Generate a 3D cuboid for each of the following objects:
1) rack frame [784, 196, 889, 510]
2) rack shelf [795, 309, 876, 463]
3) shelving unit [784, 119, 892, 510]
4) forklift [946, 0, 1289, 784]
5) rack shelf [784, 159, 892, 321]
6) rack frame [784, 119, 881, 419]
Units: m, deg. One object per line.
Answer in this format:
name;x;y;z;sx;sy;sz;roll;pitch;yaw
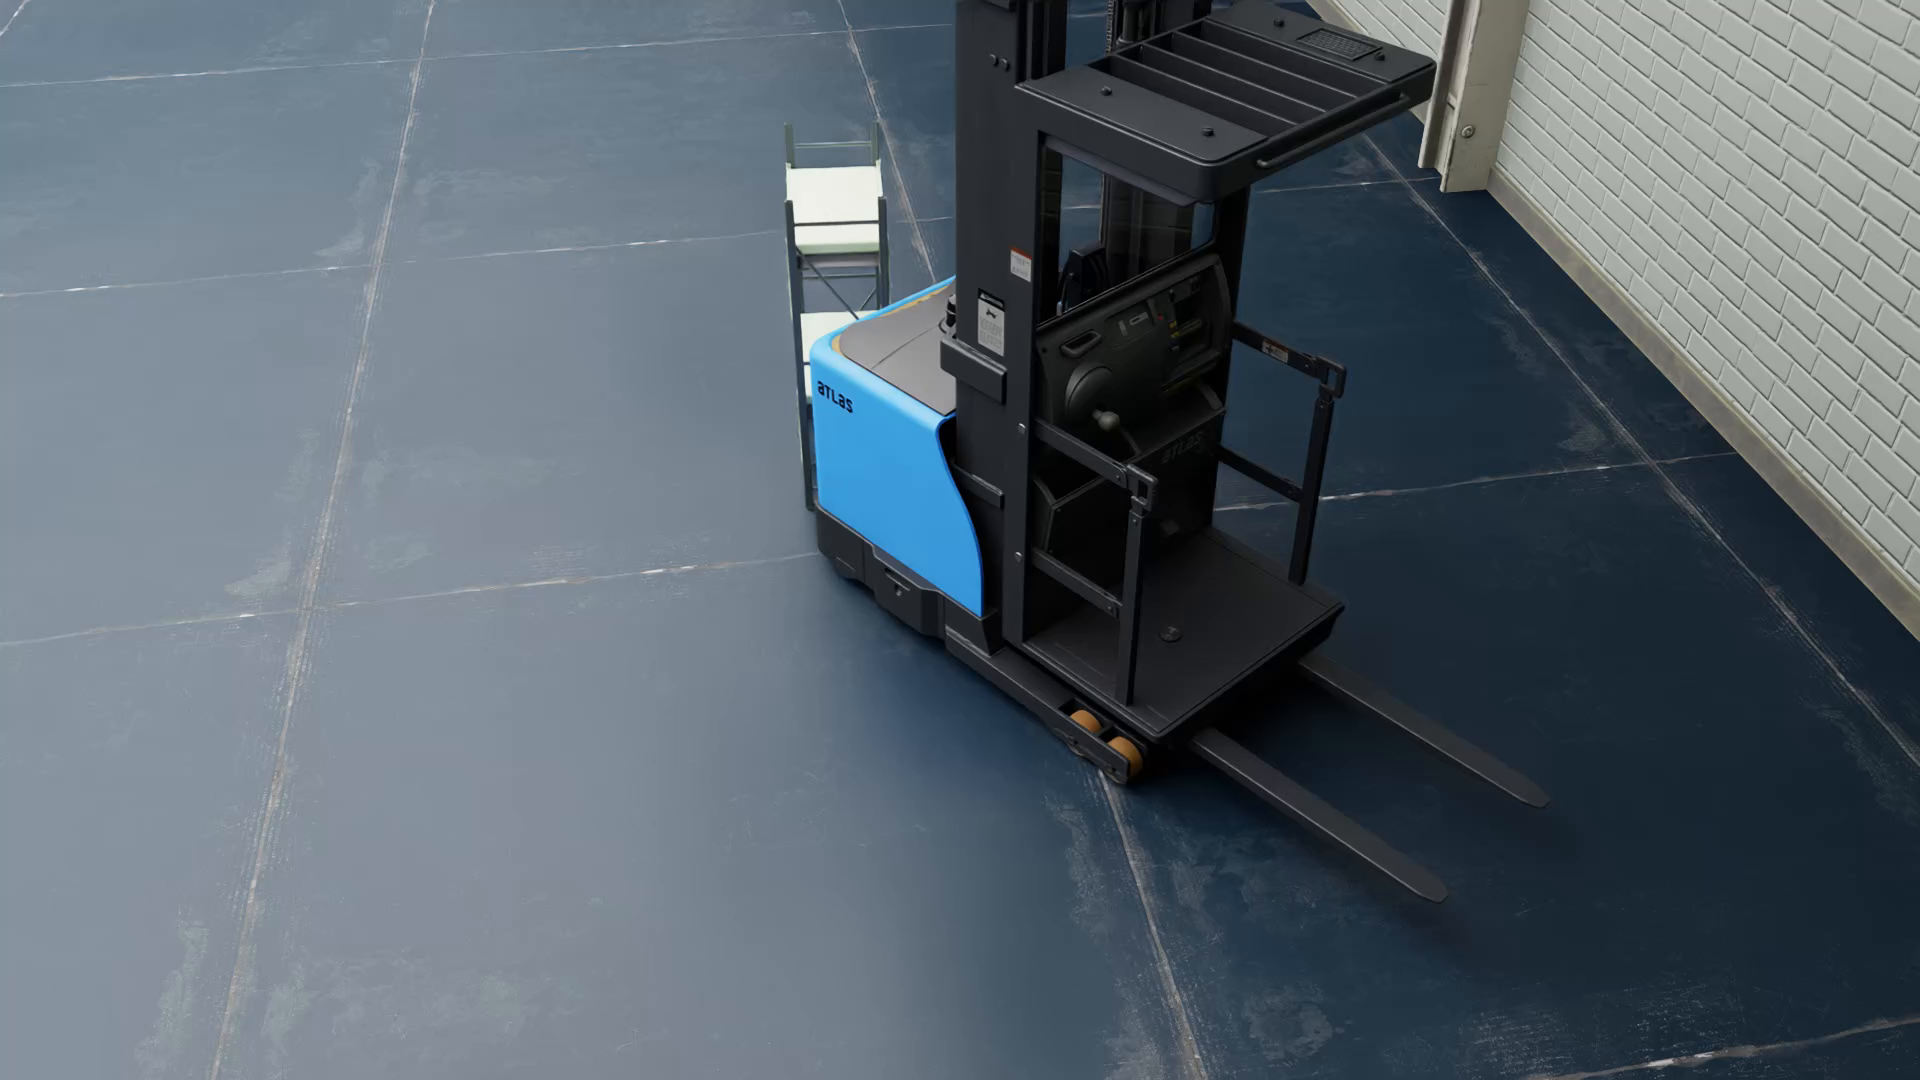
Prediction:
rack frame;-0.490;-0.745;6.987;0.400;1.500;0.023;-3;38;-4
rack shelf;-0.520;-0.711;7.475;0.431;0.370;0.720;-3;38;-4
shelving unit;-0.520;-0.969;7.275;0.431;1.500;0.755;-3;38;-4
forklift;0.760;-0.623;5.663;1.121;2.935;3.031;-30;47;-33
rack shelf;-0.520;-1.277;7.035;0.431;0.370;0.720;-3;38;-4
rack frame;-0.550;-1.193;7.563;0.400;1.500;0.023;-3;38;-4
